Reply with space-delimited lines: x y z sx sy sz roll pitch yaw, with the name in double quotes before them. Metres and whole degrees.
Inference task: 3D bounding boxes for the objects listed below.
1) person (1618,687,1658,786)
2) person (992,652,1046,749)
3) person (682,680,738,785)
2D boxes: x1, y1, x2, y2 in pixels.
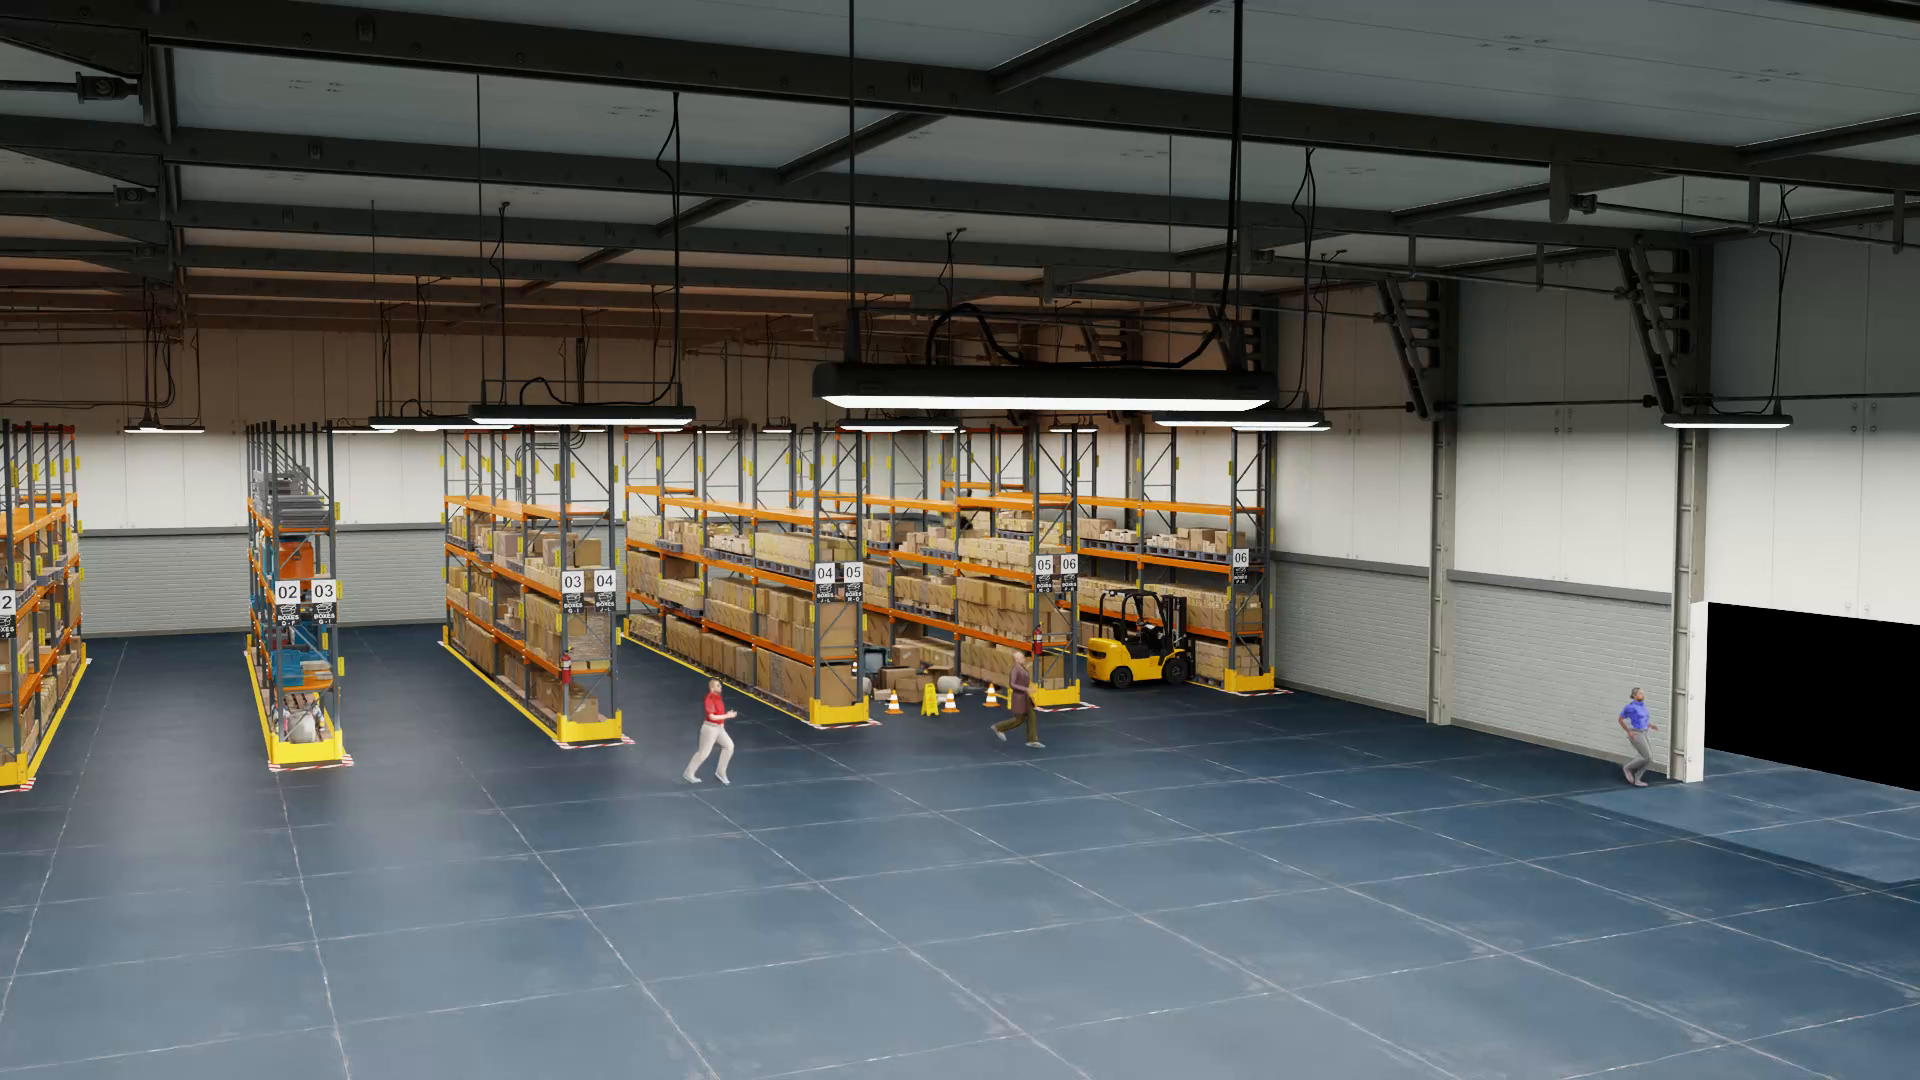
"person" 11.112 3.218 27.120 0.562 1.607 0.533 -3 4 -37
"person" 1.090 2.940 30.563 1.021 1.773 0.722 1 4 20
"person" -4.073 3.167 27.276 0.911 1.777 0.673 1 4 9
